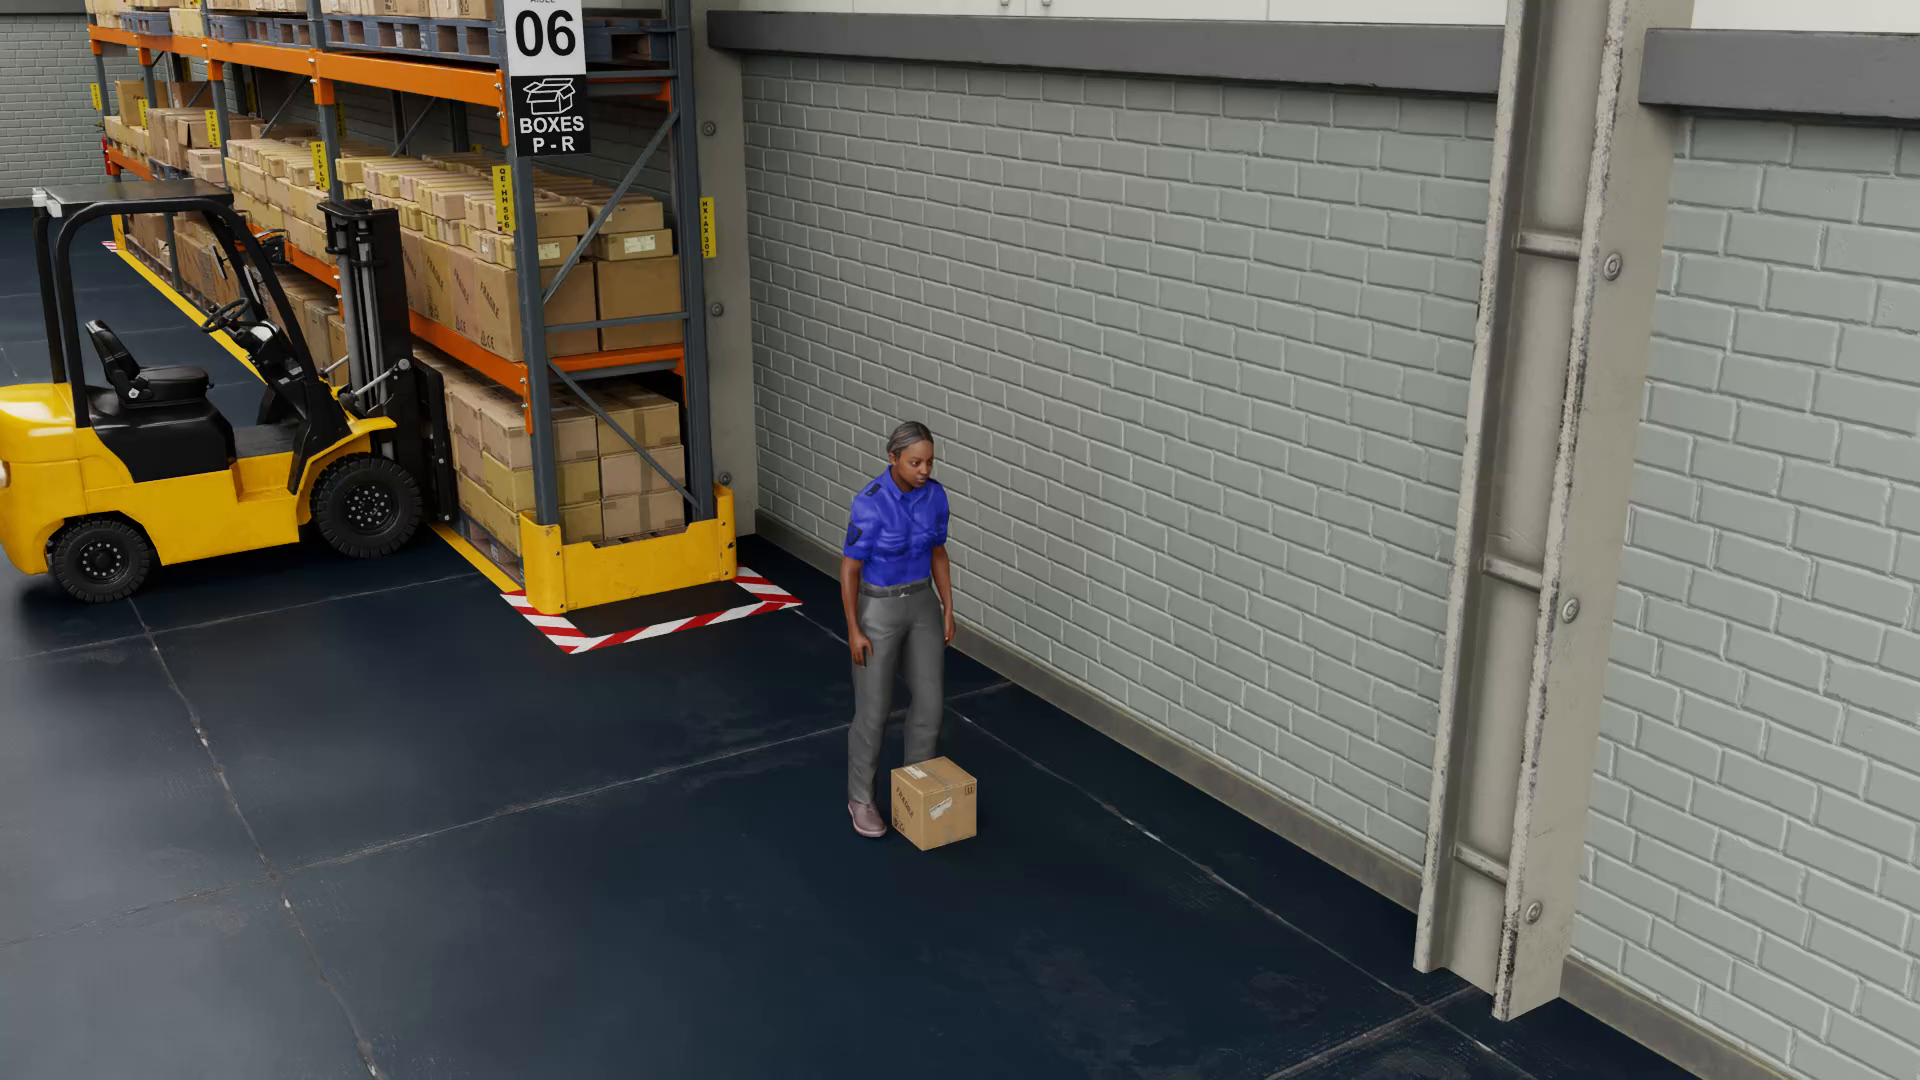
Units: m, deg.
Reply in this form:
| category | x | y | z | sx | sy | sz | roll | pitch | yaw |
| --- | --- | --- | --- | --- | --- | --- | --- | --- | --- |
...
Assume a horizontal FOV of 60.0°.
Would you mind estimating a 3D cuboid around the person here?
| category | x | y | z | sx | sy | sz | roll | pitch | yaw |
| --- | --- | --- | --- | --- | --- | --- | --- | --- | --- |
| person | -0.233 | 0.328 | 6.565 | 0.505 | 1.655 | 0.390 | -11 | 21 | -31 |
